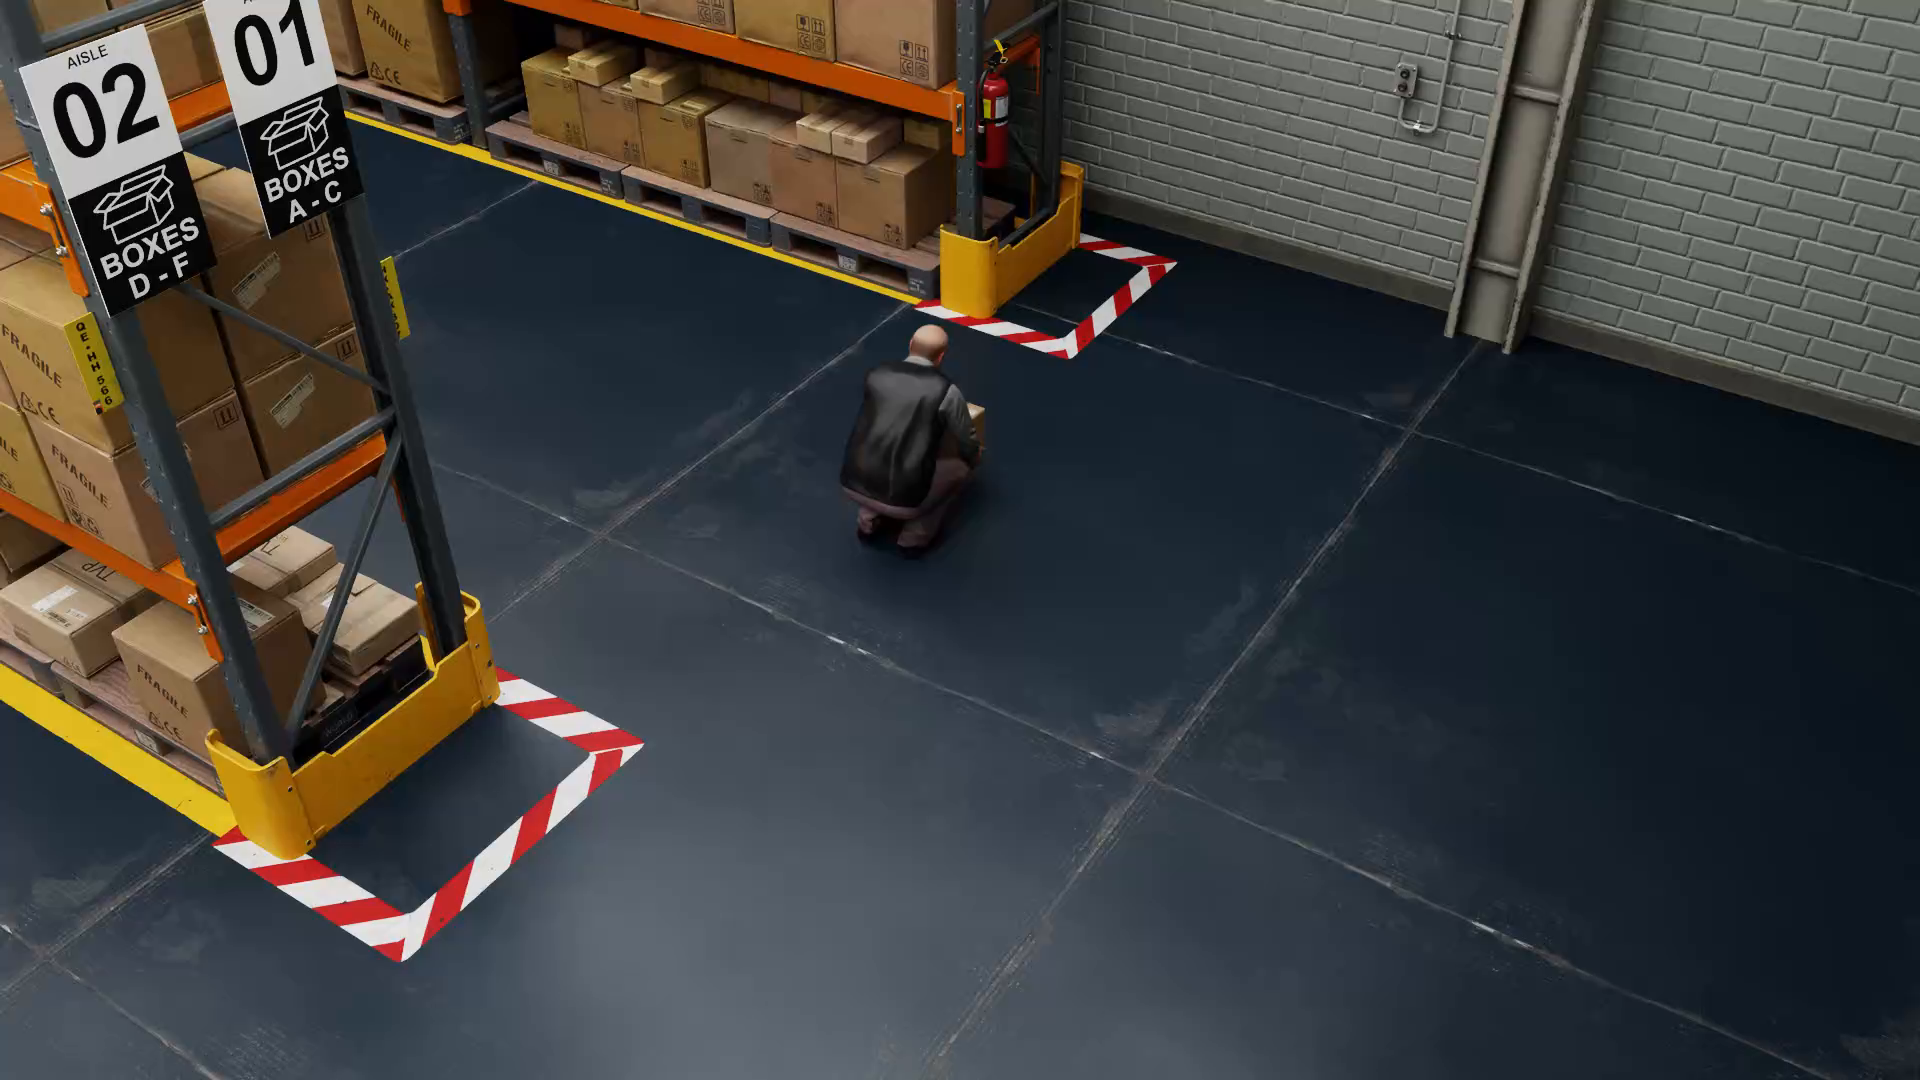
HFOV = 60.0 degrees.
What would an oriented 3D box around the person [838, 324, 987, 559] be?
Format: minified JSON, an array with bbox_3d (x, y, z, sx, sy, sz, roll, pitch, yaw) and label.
[{"bbox_3d":[-0.229,-0.473,7.922,0.529,0.969,0.857,21,43,25],"label":"person"}]
